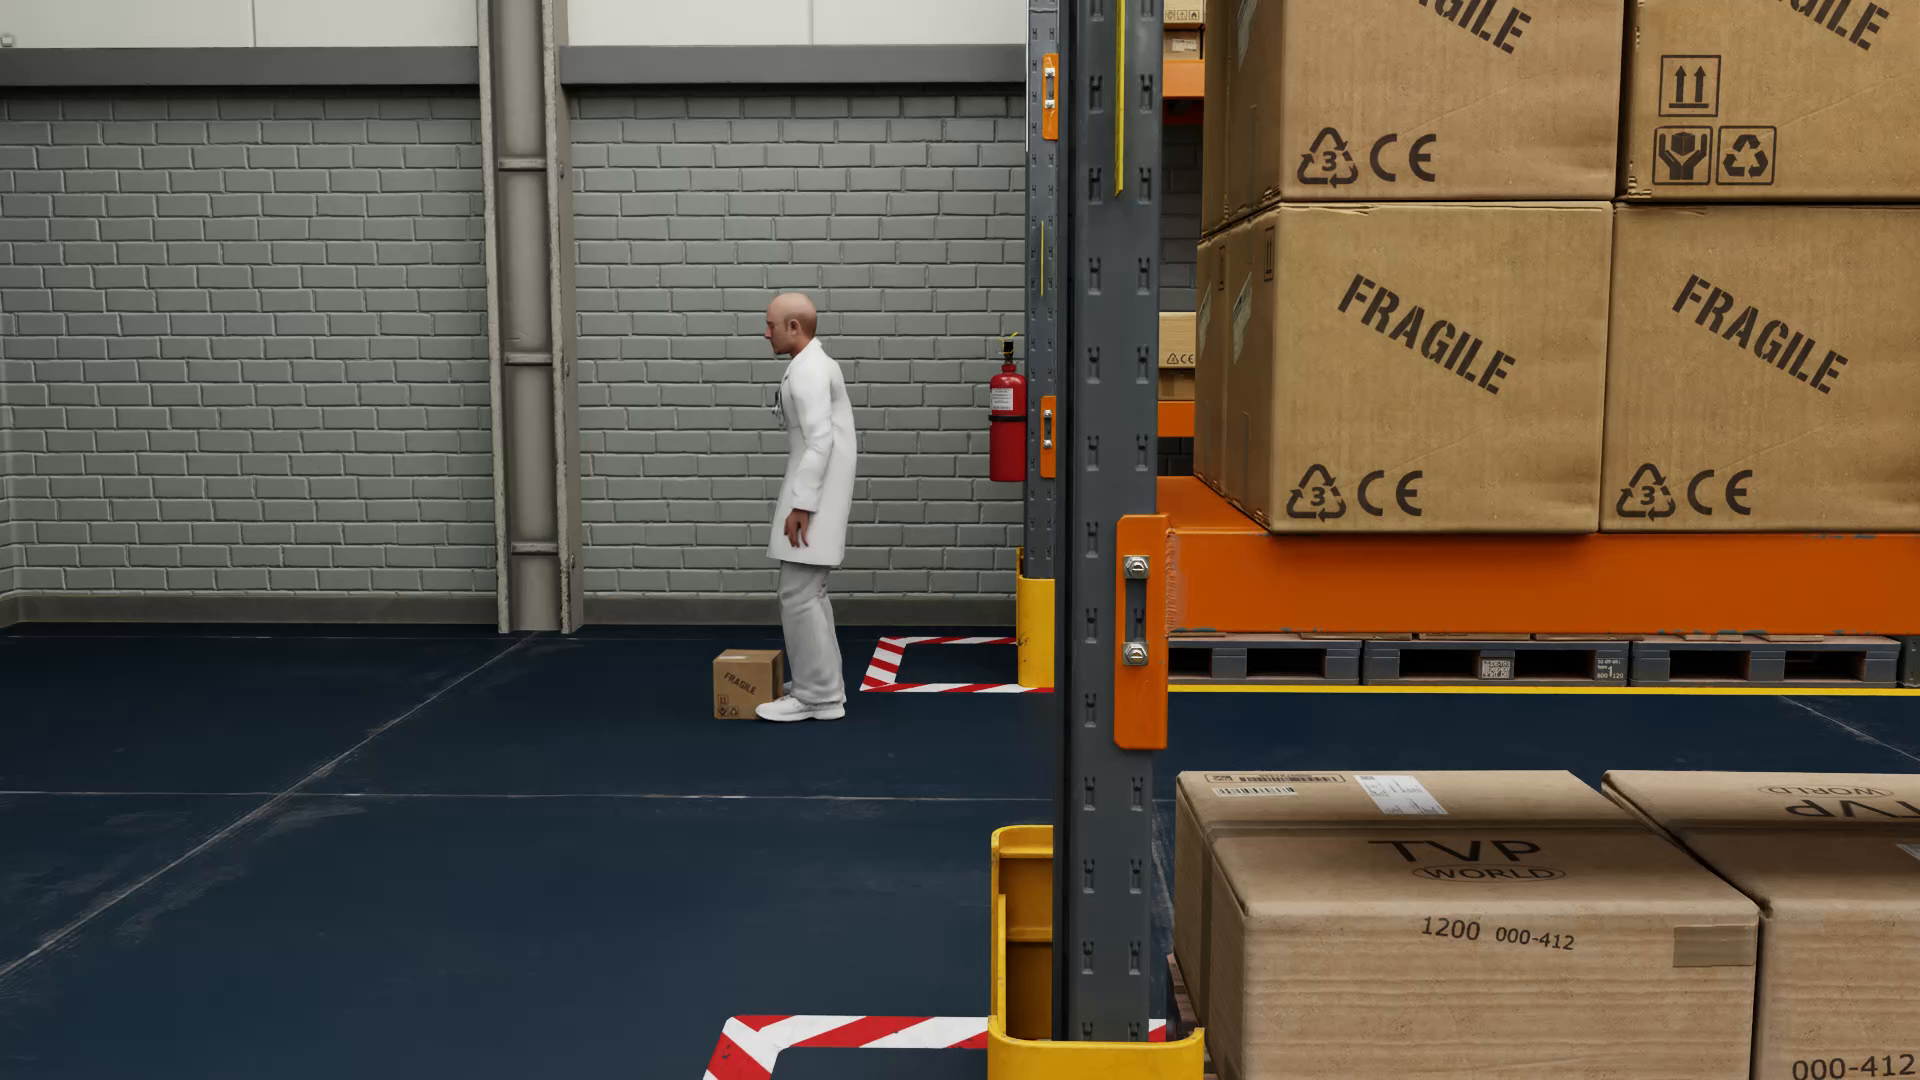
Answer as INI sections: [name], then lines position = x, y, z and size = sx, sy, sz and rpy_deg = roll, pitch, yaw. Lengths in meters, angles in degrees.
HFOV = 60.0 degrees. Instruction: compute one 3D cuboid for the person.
[person]
position = -0.644, -0.142, 6.979
size = 0.428, 1.772, 0.638
rpy_deg = 0, 7, -1
